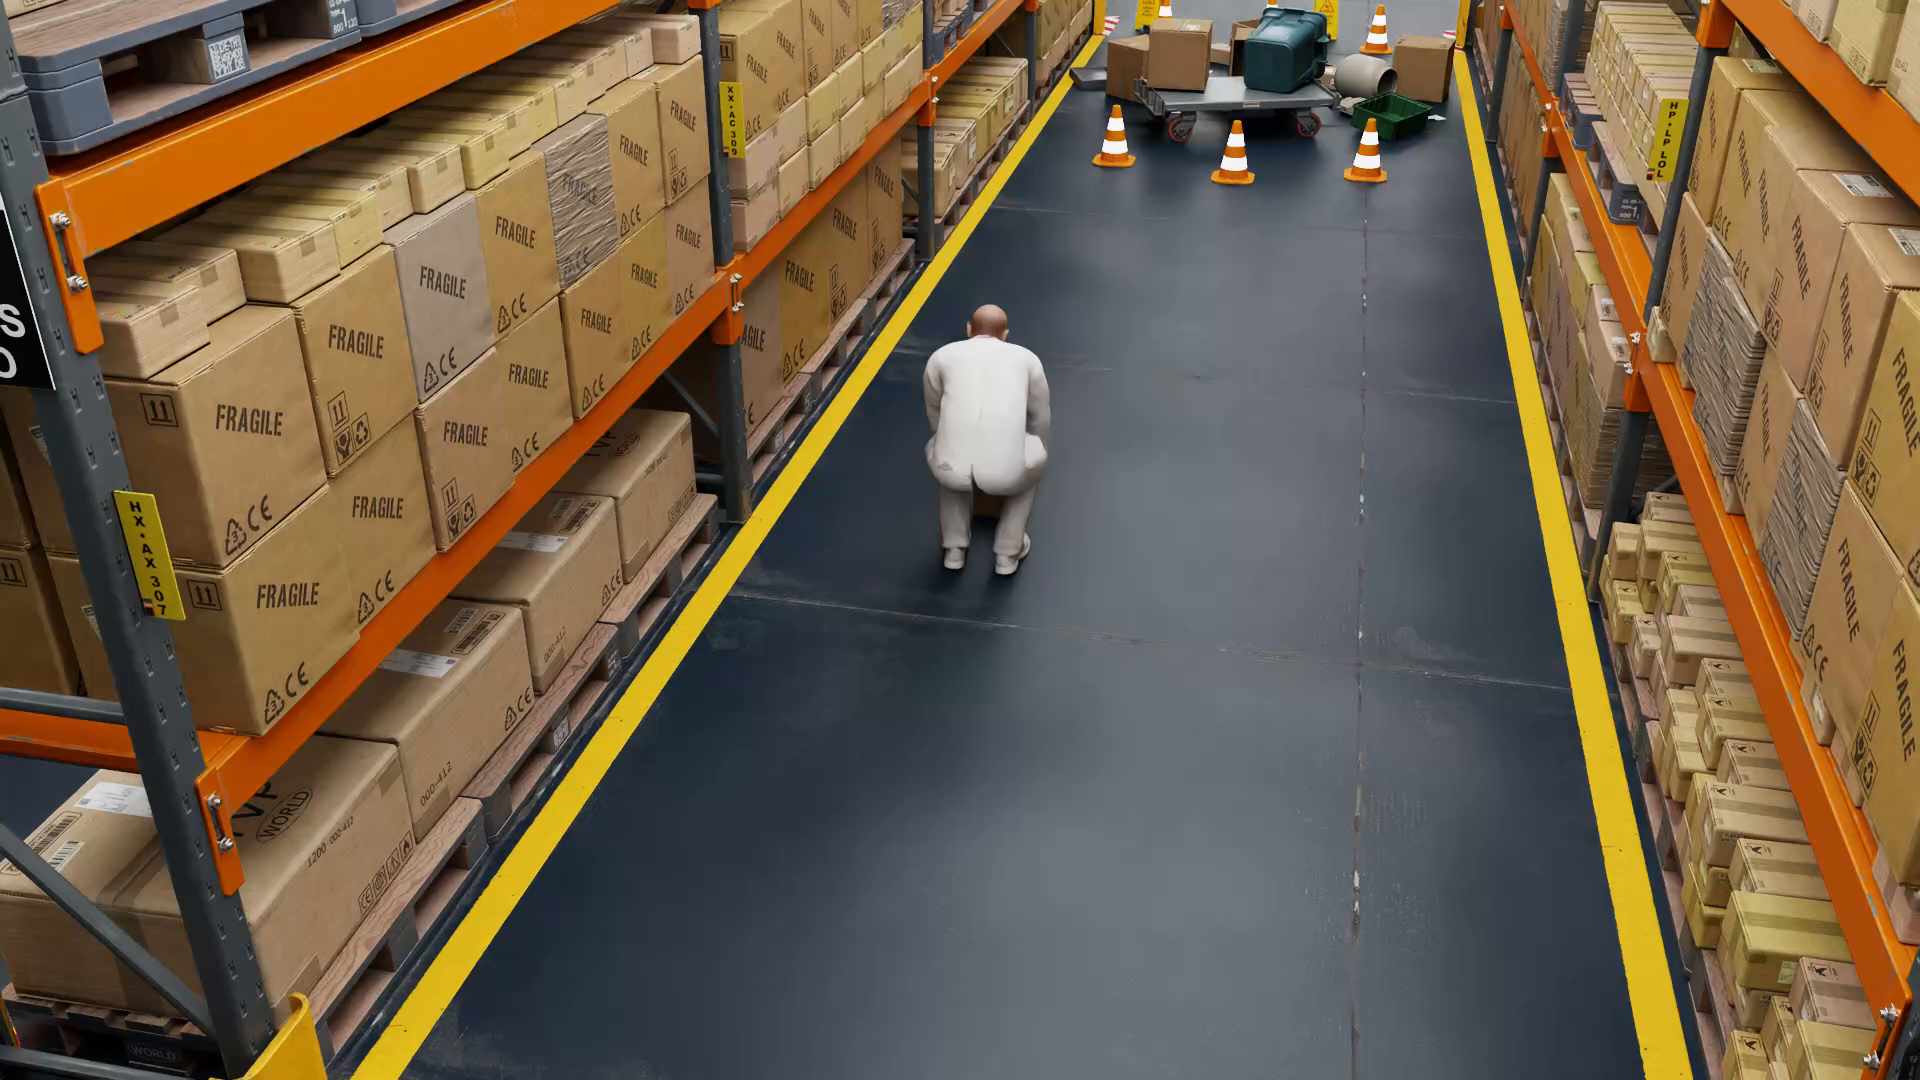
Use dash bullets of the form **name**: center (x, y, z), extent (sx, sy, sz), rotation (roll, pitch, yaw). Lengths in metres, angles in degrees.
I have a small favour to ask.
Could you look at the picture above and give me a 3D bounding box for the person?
- **person**: center (0.109, -0.448, 7.701), extent (0.617, 1.081, 0.867), rotation (6, 29, 11)
